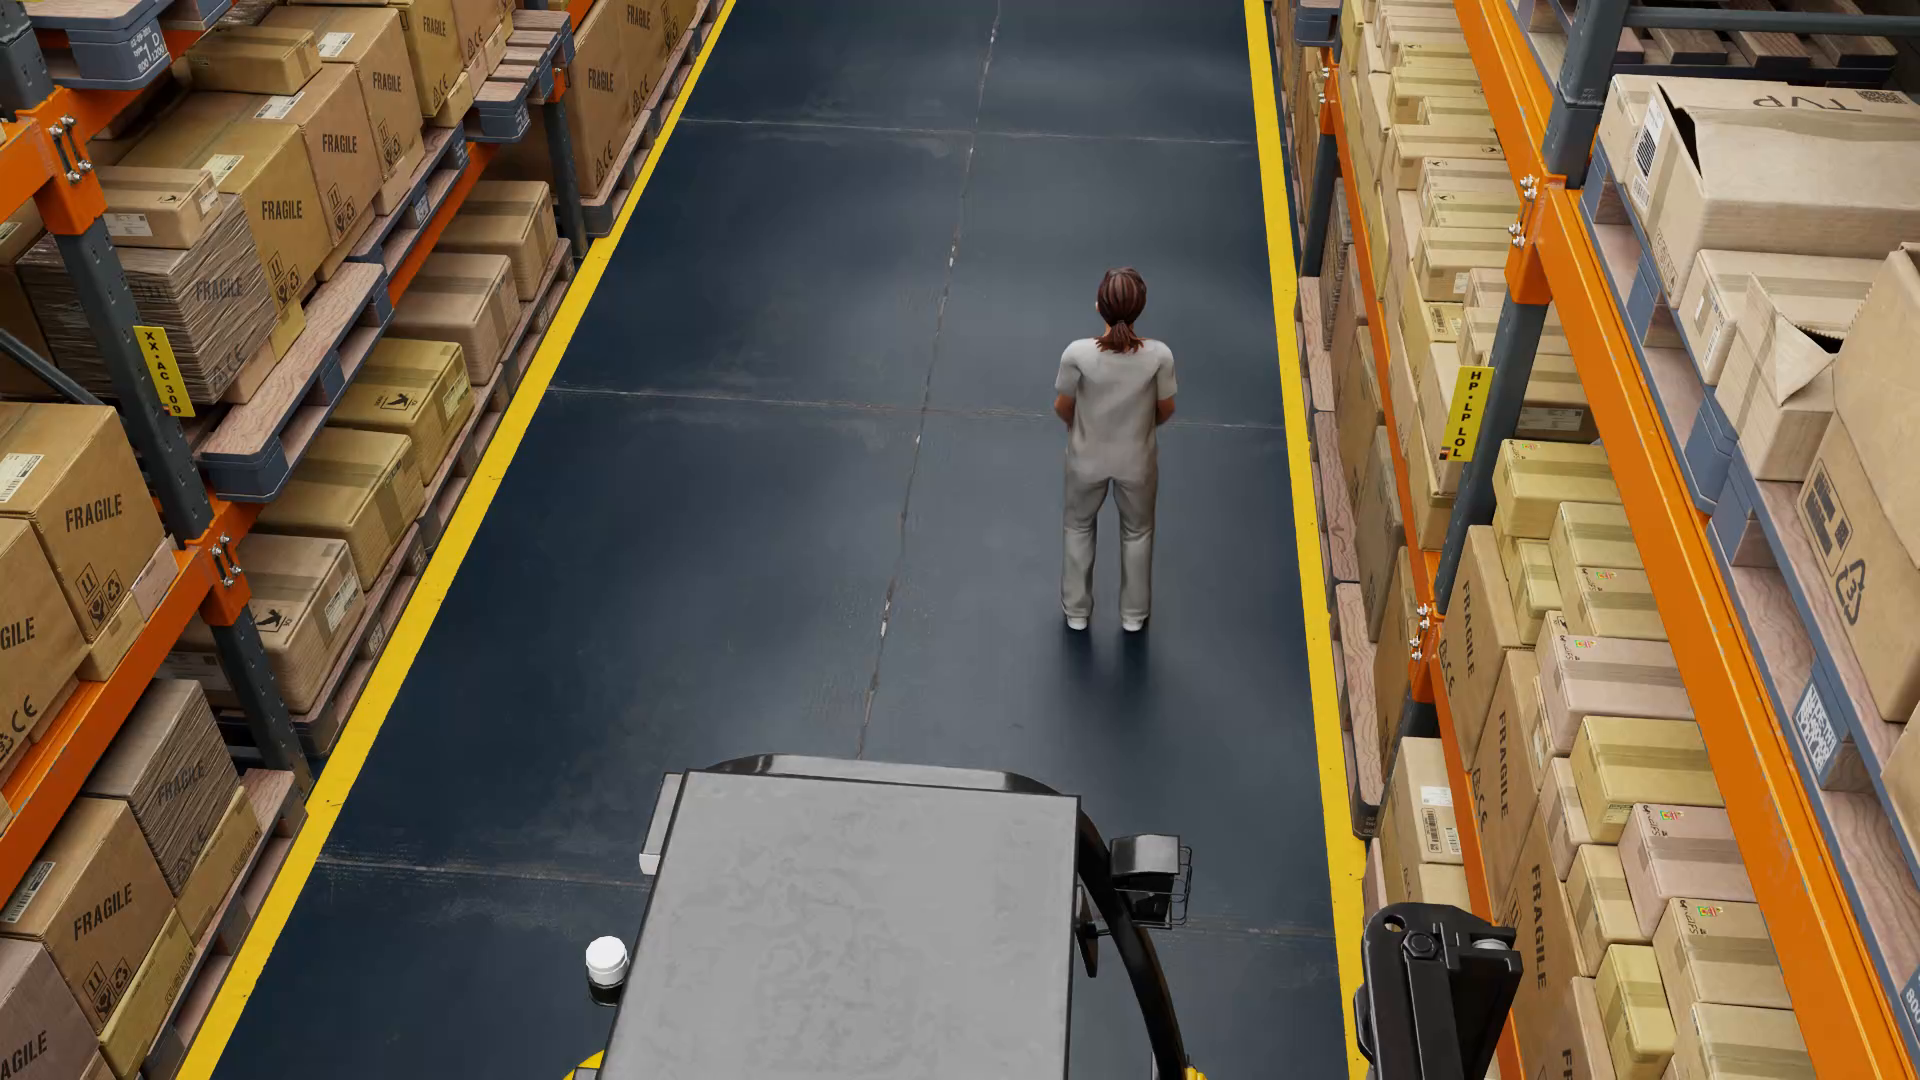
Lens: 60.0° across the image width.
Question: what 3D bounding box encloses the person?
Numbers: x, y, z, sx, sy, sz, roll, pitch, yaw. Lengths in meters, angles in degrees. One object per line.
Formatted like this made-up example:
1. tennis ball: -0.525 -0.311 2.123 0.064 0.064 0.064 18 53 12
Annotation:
1. person: 0.595 -0.342 6.561 0.466 1.675 0.412 3 40 3
